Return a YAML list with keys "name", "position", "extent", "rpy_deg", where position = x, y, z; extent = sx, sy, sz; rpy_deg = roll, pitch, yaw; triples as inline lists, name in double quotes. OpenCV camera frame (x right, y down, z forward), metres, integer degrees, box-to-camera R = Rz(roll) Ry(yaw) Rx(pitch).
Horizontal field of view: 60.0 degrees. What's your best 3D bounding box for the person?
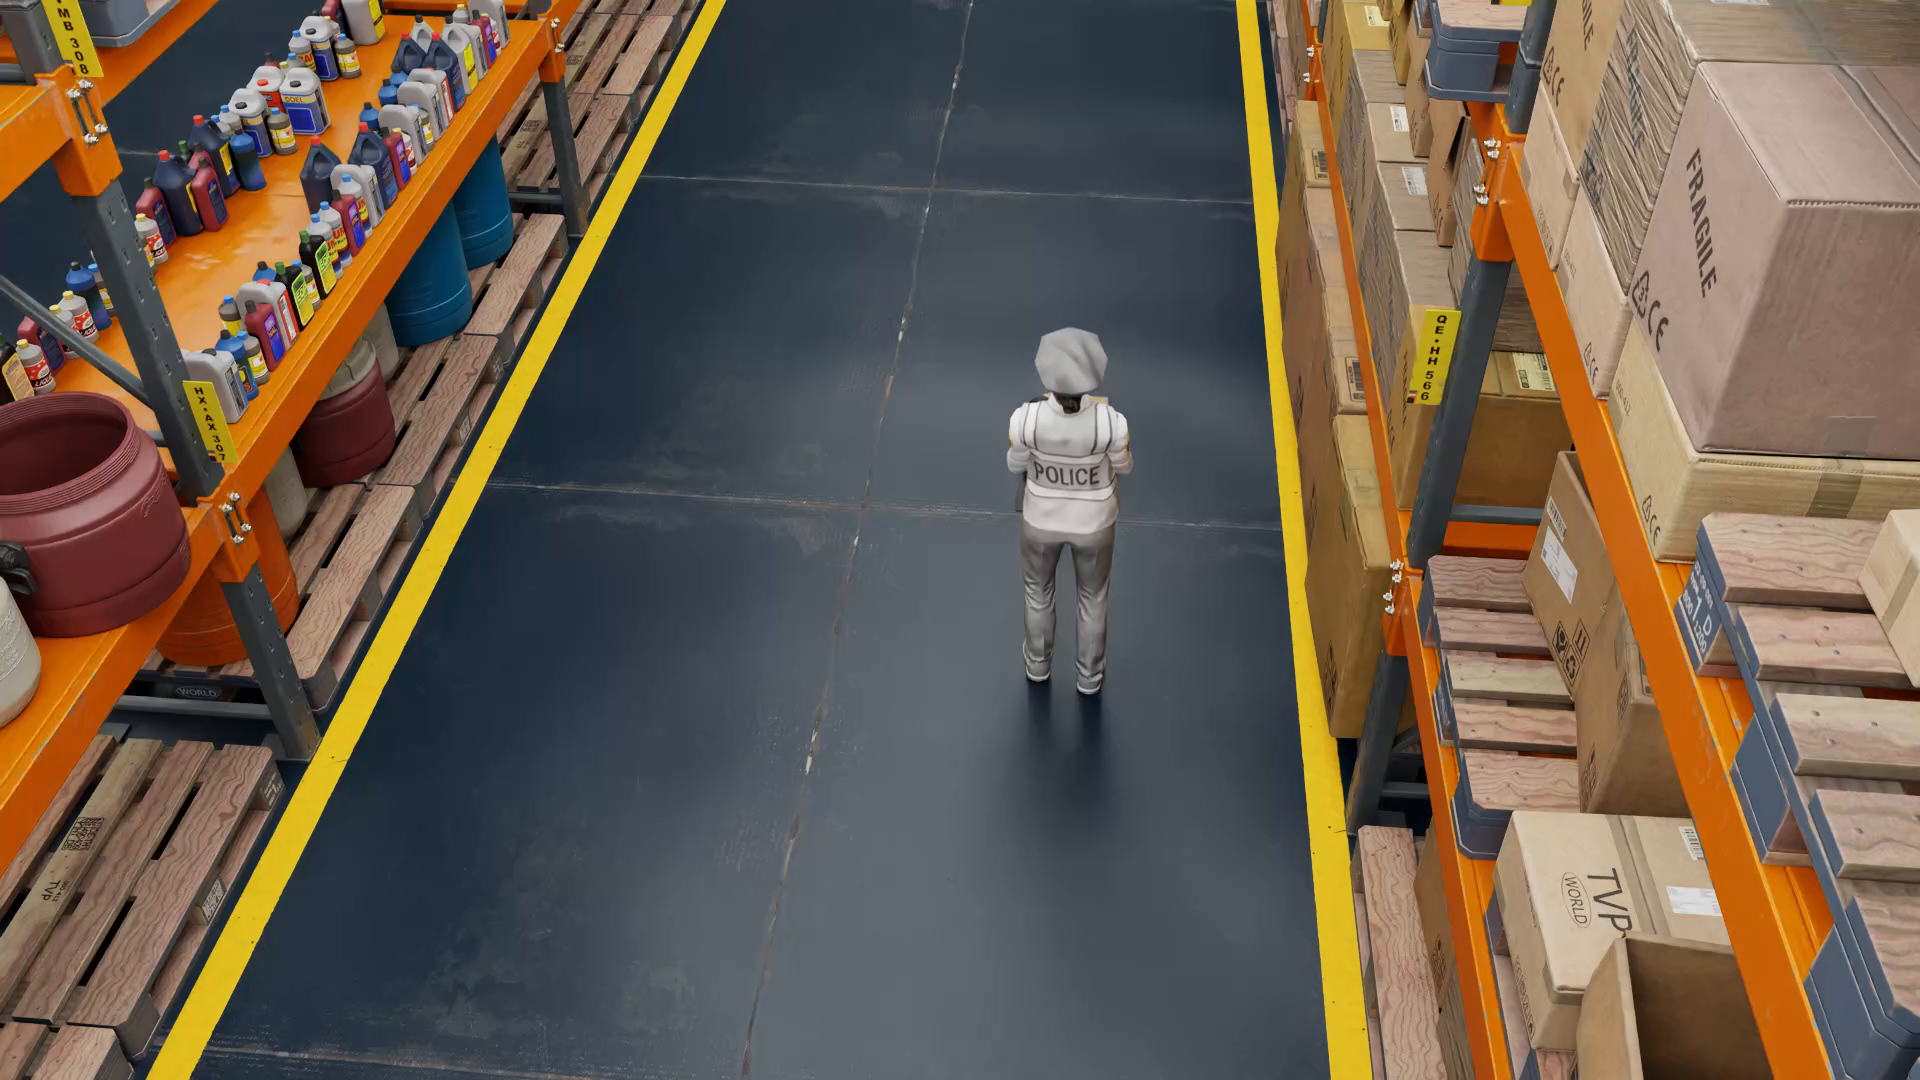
- name: "person"
  position: [0.405, -0.128, 6.285]
  extent: [0.463, 1.688, 0.554]
  rpy_deg: [3, 40, 4]
